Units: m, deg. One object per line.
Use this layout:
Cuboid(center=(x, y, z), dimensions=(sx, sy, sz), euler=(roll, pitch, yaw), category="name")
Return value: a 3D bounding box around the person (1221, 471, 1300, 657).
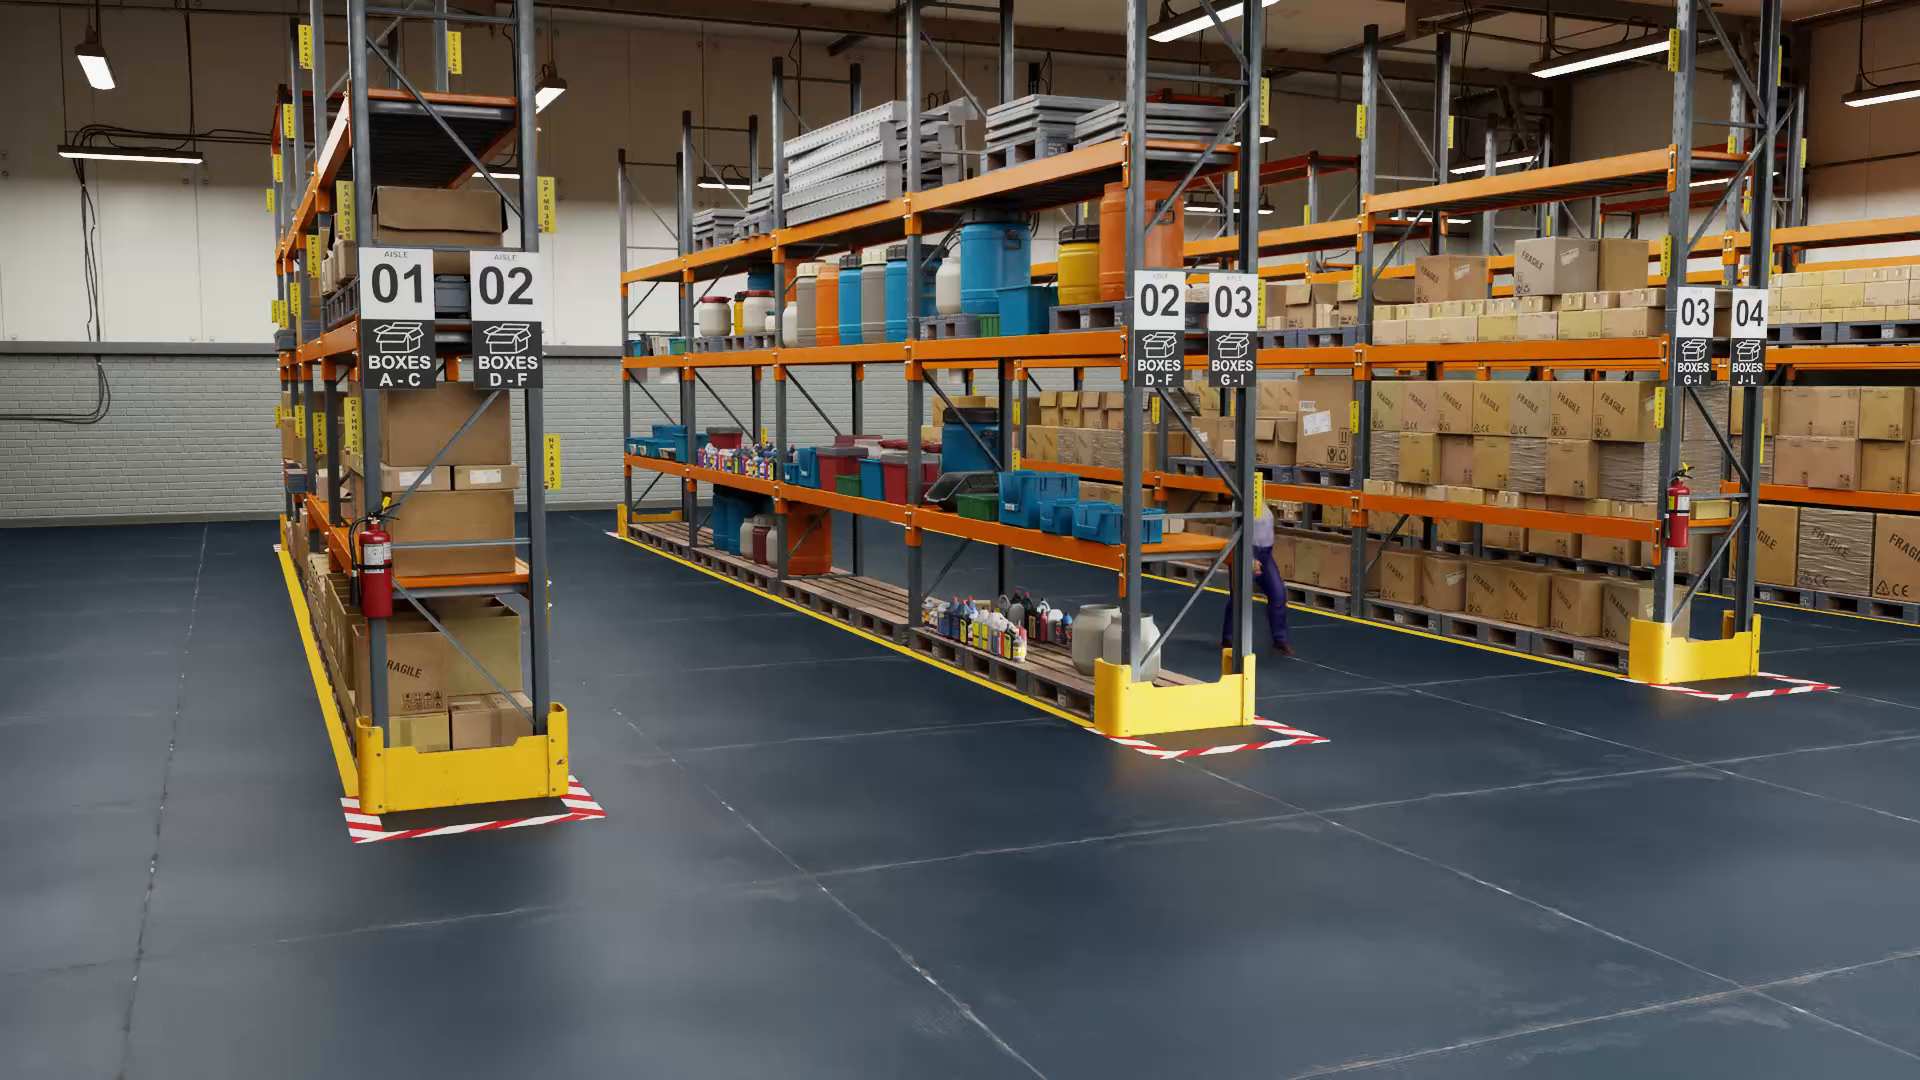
Cuboid(center=(2.662, 0.224, 14.873), dimensions=(0.498, 1.691, 0.718), euler=(-5, 8, -43), category="person")
